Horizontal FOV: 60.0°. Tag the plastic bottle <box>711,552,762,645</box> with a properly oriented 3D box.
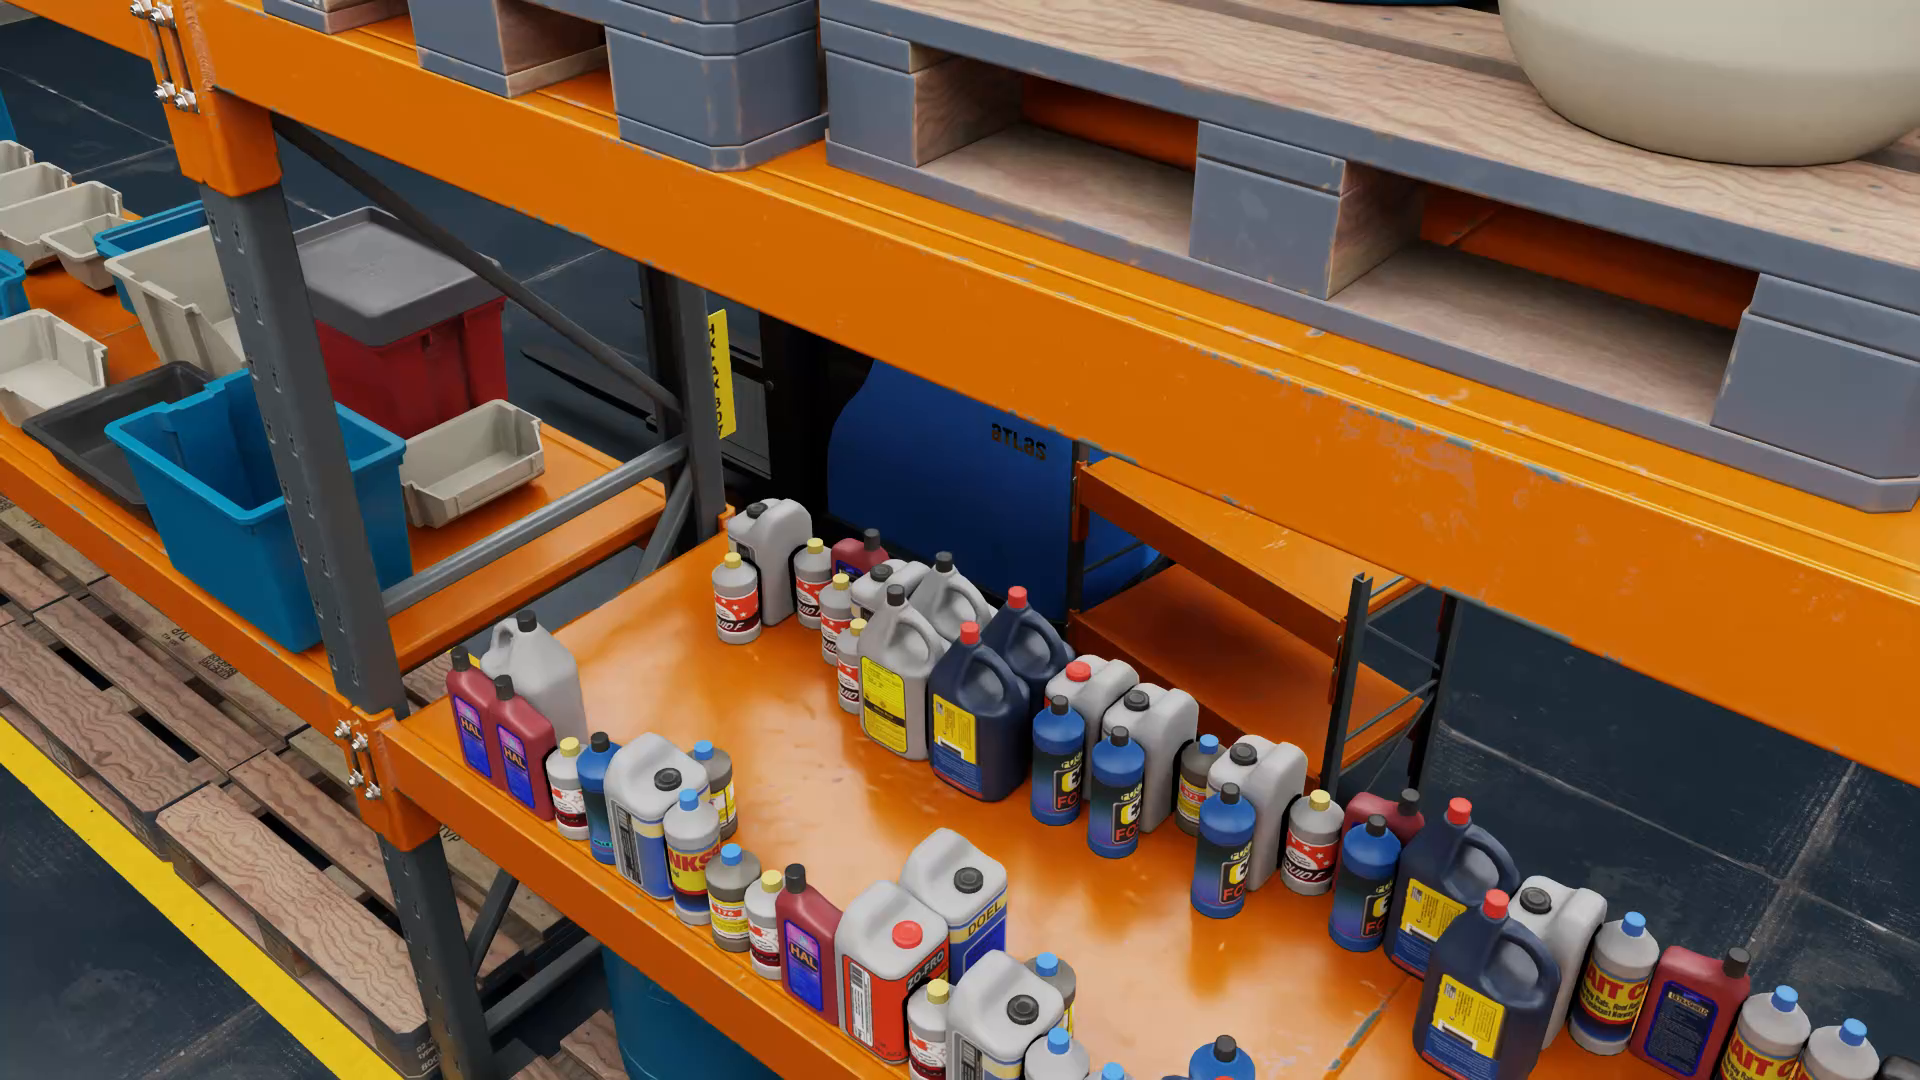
[{"bbox_3d":[-0.485,0.119,3.603,0.097,0.201,0.097,0,34,0],"label":"plastic bottle"}]

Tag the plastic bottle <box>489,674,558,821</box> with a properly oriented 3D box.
[{"bbox_3d":[-0.818,0.389,3.137,0.133,0.283,0.061,25,42,32],"label":"plastic bottle"}]

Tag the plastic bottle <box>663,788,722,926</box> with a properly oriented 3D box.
[{"bbox_3d":[-0.465,0.547,2.918,0.097,0.271,0.097,0,34,0],"label":"plastic bottle"}]

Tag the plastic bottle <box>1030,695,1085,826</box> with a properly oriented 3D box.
[{"bbox_3d":[0.183,0.405,3.124,0.097,0.271,0.097,0,34,0],"label":"plastic bottle"}]

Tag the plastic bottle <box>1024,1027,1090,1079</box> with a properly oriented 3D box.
[{"bbox_3d":[0.144,0.834,2.500,0.097,0.271,0.097,0,34,0],"label":"plastic bottle"}]

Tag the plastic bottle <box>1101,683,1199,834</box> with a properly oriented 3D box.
[{"bbox_3d":[0.352,0.391,3.141,0.135,0.276,0.152,25,42,32],"label":"plastic bottle"}]

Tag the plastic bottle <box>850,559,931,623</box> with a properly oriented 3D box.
[{"bbox_3d":[-0.139,0.160,3.478,0.135,0.276,0.152,25,42,32],"label":"plastic bottle"}]

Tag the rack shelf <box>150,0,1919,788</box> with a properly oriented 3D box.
[{"bbox_3d":[0.608,-0.242,1.938,4.000,0.370,1.077,25,42,32],"label":"rack shelf"}]

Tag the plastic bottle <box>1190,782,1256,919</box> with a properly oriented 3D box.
[{"bbox_3d":[0.465,0.538,2.931,0.097,0.271,0.097,0,34,0],"label":"plastic bottle"}]

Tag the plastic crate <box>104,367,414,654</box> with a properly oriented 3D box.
[{"bbox_3d":[-1.506,-0.065,3.656,0.575,0.384,0.392,25,42,32],"label":"plastic crate"}]

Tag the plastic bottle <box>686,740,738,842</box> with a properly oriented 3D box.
[{"bbox_3d":[-0.471,0.461,3.105,0.097,0.201,0.097,0,34,0],"label":"plastic bottle"}]

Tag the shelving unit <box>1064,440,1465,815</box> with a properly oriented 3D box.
[{"bbox_3d":[0.852,0.251,4.891,0.538,1.125,1.048,-25,42,-32],"label":"shelving unit"}]

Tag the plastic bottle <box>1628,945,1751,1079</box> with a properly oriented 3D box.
[{"bbox_3d":[1.160,0.735,2.633,0.133,0.283,0.061,25,42,32],"label":"plastic bottle"}]

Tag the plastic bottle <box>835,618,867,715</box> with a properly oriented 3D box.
[{"bbox_3d":[-0.204,0.251,3.410,0.097,0.201,0.097,0,34,0],"label":"plastic bottle"}]

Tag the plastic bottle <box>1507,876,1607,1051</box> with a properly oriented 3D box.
[{"bbox_3d":[0.953,0.674,2.728,0.135,0.276,0.152,25,42,32],"label":"plastic bottle"}]

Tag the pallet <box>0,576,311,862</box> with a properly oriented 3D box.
[{"bbox_3d":[-2.461,0.432,5.434,1.213,0.211,1.003,25,42,32],"label":"pallet"}]

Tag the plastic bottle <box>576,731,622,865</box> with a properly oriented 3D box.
[{"bbox_3d":[-0.643,0.463,3.040,0.097,0.271,0.097,0,34,0],"label":"plastic bottle"}]

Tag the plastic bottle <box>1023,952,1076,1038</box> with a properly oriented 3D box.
[{"bbox_3d":[0.138,0.748,2.687,0.097,0.201,0.097,0,34,0],"label":"plastic bottle"}]

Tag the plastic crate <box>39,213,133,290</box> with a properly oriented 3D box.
[{"bbox_3d":[-2.578,-0.874,5.052,0.250,0.136,0.298,25,42,32],"label":"plastic crate"}]

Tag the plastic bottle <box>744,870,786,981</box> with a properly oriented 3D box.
[{"bbox_3d":[-0.315,0.646,2.835,0.097,0.201,0.097,0,34,0],"label":"plastic bottle"}]

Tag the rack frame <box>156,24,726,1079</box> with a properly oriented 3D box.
[{"bbox_3d":[-0.929,-0.026,3.638,0.127,3.000,1.000,25,42,32],"label":"rack frame"}]

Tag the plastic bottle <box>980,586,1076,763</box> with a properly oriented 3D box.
[{"bbox_3d":[0.128,0.252,3.277,0.185,0.351,0.144,25,42,32],"label":"plastic bottle"}]

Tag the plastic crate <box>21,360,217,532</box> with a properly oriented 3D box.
[{"bbox_3d":[-1.962,-0.226,4.119,0.590,0.125,0.437,25,42,32],"label":"plastic crate"}]

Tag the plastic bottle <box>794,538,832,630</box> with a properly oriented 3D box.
[{"bbox_3d":[-0.313,0.088,3.648,0.097,0.201,0.097,0,34,0],"label":"plastic bottle"}]

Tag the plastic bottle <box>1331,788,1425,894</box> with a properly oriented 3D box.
[{"bbox_3d":[0.737,0.536,2.923,0.133,0.283,0.061,25,42,32],"label":"plastic bottle"}]

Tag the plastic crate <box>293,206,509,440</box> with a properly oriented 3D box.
[{"bbox_3d":[-1.455,-0.510,4.233,0.583,0.464,0.402,25,42,32],"label":"plastic crate"}]

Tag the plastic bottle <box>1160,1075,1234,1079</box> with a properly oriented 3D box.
[{"bbox_3d":[0.342,0.877,2.367,0.185,0.351,0.144,25,42,32],"label":"plastic bottle"}]

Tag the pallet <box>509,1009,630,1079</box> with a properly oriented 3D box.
[{"bbox_3d":[-0.363,1.421,3.994,1.213,0.211,1.003,25,42,32],"label":"pallet"}]

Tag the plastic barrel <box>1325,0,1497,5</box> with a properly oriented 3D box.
[{"bbox_3d":[0.480,-1.091,1.725,0.708,0.901,0.600,25,42,32],"label":"plastic barrel"}]

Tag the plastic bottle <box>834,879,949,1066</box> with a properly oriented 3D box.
[{"bbox_3d":[-0.106,0.694,2.700,0.135,0.276,0.152,25,42,32],"label":"plastic bottle"}]

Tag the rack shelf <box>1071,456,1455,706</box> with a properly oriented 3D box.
[{"bbox_3d":[0.852,0.010,4.725,0.538,0.278,1.000,-25,42,-32],"label":"rack shelf"}]

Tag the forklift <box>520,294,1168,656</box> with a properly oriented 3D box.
[{"bbox_3d":[-0.486,-1.435,5.751,3.031,2.935,1.130,25,42,32],"label":"forklift"}]

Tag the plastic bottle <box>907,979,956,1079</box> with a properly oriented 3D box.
[{"bbox_3d":[-0.034,0.779,2.642,0.097,0.201,0.097,0,34,0],"label":"plastic bottle"}]

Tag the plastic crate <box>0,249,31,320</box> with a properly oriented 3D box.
[{"bbox_3d":[-2.782,-0.612,4.587,0.300,0.233,0.416,25,42,32],"label":"plastic crate"}]

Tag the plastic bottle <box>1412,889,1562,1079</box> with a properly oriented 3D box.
[{"bbox_3d":[0.839,0.699,2.626,0.185,0.351,0.144,25,42,32],"label":"plastic bottle"}]

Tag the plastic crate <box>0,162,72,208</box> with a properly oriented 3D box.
[{"bbox_3d":[-3.047,-1.063,5.328,0.243,0.136,0.396,25,42,32],"label":"plastic crate"}]

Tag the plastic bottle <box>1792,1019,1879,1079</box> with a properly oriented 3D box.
[{"bbox_3d":[1.312,0.825,2.513,0.097,0.271,0.097,0,34,0],"label":"plastic bottle"}]

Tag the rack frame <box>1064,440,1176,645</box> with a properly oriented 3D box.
[{"bbox_3d":[0.527,0.030,5.213,0.500,1.125,0.032,-25,42,-32],"label":"rack frame"}]

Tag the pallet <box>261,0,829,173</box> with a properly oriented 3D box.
[{"bbox_3d":[-0.264,-0.943,2.491,1.003,0.211,1.213,25,42,32],"label":"pallet"}]

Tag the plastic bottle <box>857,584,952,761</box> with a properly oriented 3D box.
[{"bbox_3d":[-0.106,0.248,3.283,0.185,0.351,0.144,25,42,32],"label":"plastic bottle"}]

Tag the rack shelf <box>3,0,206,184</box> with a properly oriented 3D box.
[{"bbox_3d":[-2.466,-1.690,4.048,4.000,0.370,1.077,25,42,32],"label":"rack shelf"}]

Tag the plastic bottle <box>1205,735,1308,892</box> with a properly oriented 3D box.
[{"bbox_3d":[0.530,0.475,3.018,0.135,0.276,0.152,25,42,32],"label":"plastic bottle"}]
